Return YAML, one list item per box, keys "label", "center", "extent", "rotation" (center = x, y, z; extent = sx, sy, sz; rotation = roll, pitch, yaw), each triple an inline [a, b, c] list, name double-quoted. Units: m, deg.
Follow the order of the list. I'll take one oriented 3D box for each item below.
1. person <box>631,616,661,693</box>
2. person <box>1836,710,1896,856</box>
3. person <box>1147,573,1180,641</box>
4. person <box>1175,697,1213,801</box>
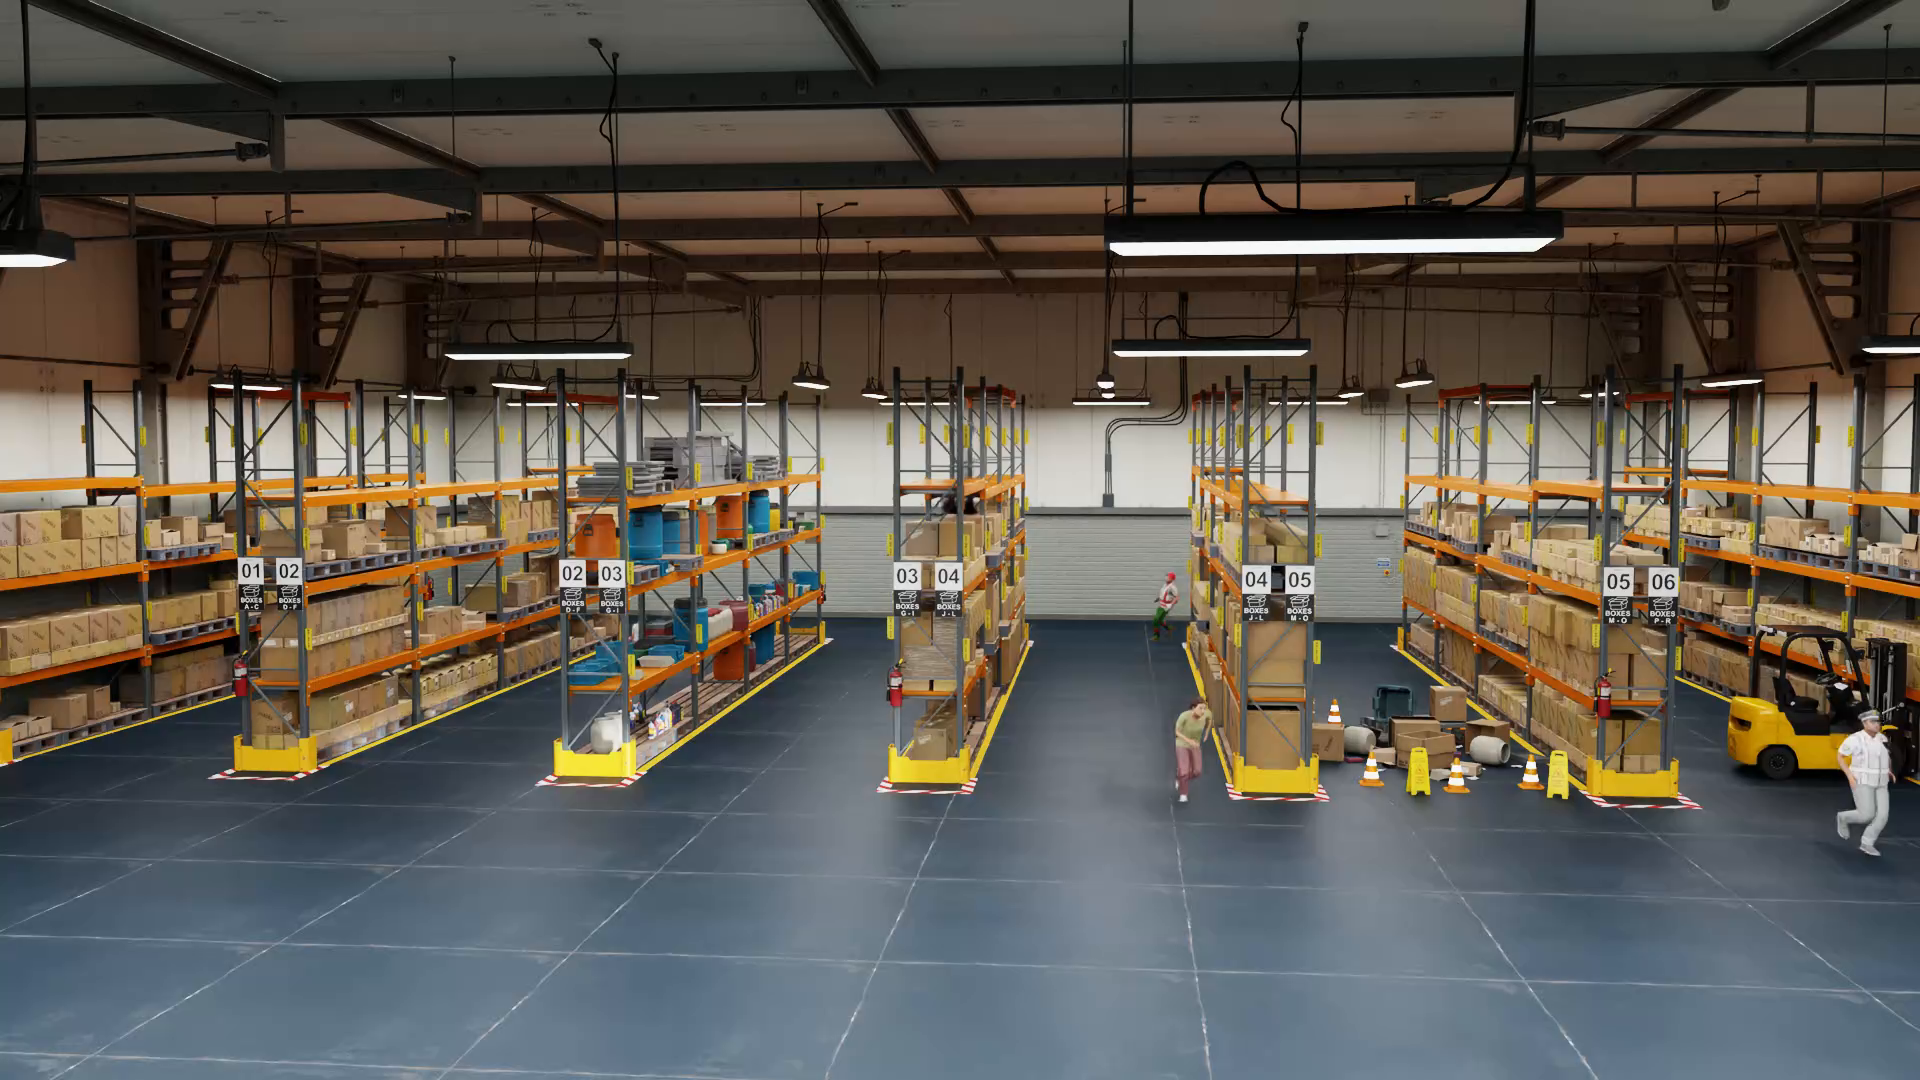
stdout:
- label: "person"
  center: [-6.070, 2.229, 32.319]
  extent: [0.642, 1.627, 1.020]
  rotation: [1, 4, 11]
- label: "person"
  center: [10.936, 2.899, 20.050]
  extent: [0.677, 1.742, 0.608]
  rotation: [0, 4, -8]
- label: "person"
  center: [4.965, 1.634, 40.433]
  extent: [0.702, 1.701, 0.729]
  rotation: [-1, 4, -12]
- label: "person"
  center: [3.189, 2.852, 22.749]
  extent: [0.600, 1.495, 0.768]
  rotation: [-1, 4, -17]
